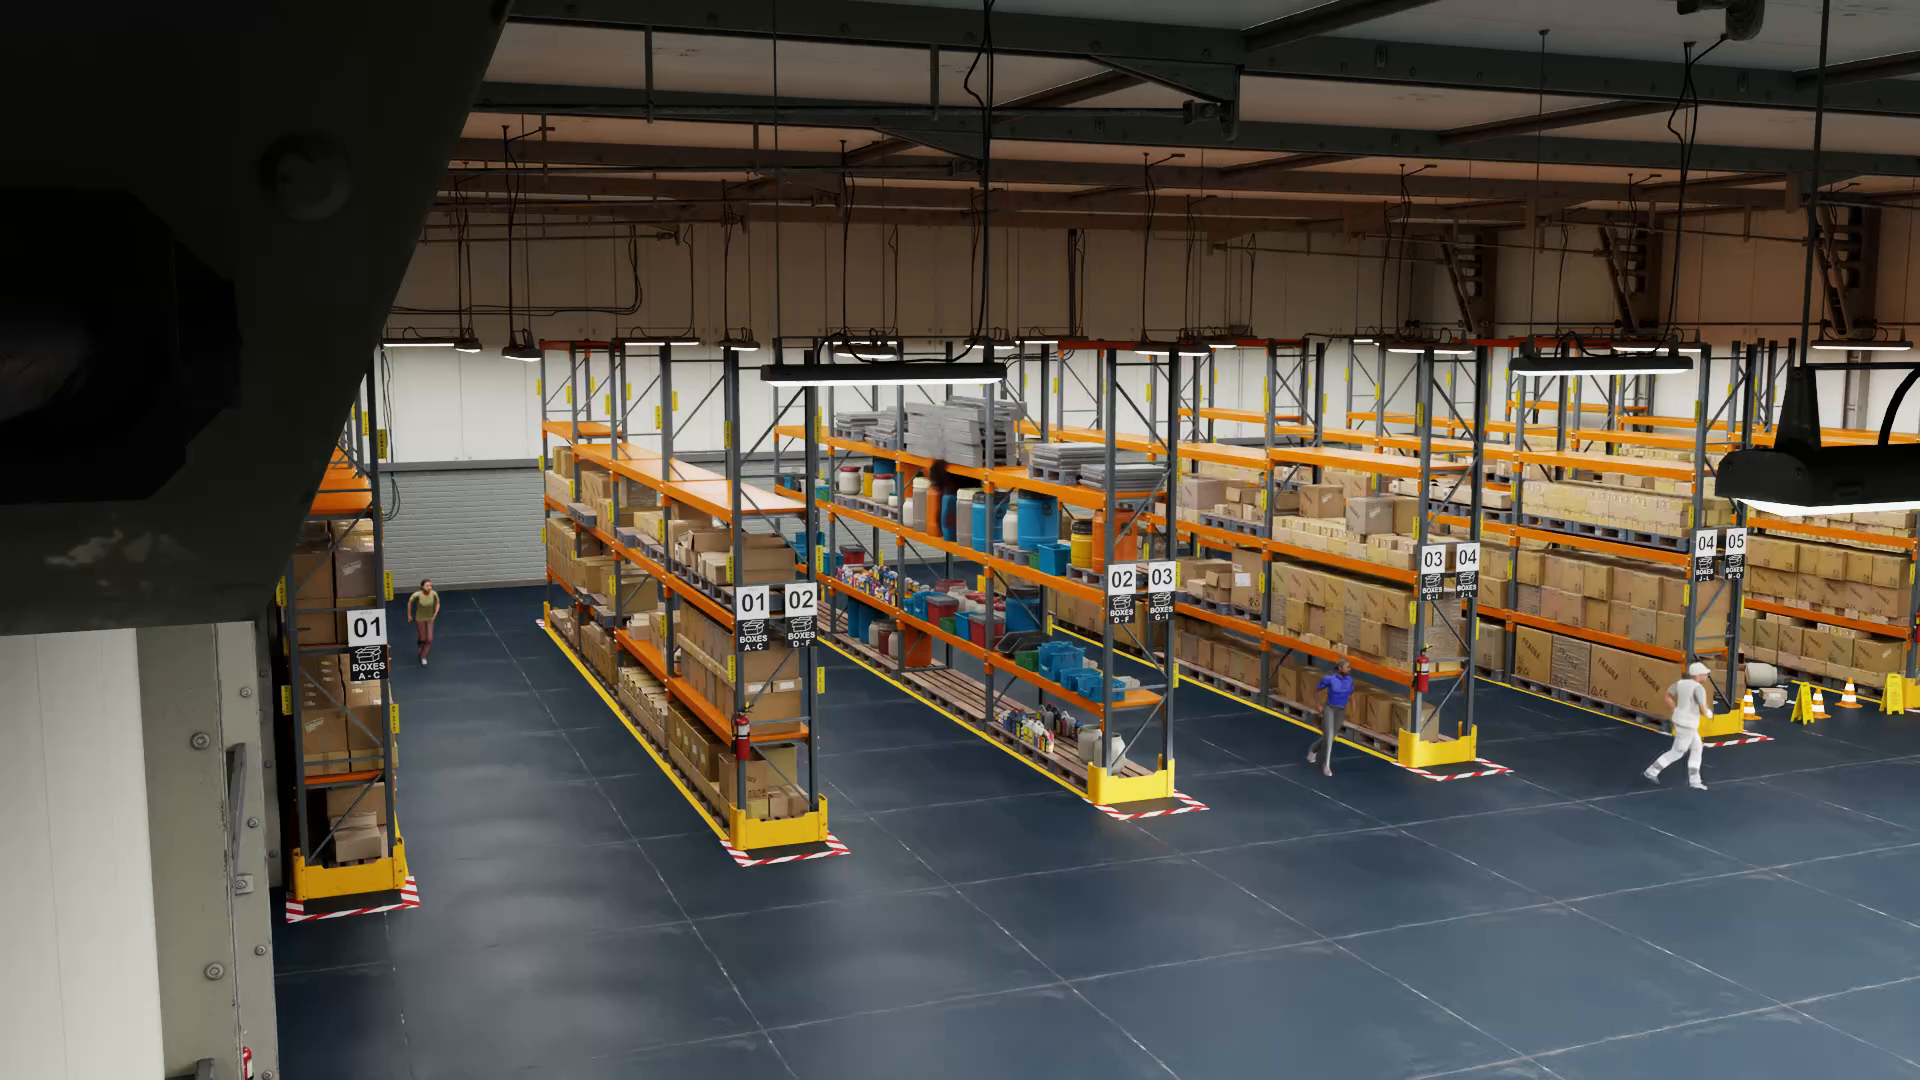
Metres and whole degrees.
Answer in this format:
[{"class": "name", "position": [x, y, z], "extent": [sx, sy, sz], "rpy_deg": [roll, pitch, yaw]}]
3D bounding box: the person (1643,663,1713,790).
[{"class": "person", "position": [9.758, 2.532, 22.523], "extent": [0.852, 1.764, 0.624], "rpy_deg": [0, 7, 2]}]

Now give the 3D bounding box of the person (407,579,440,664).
[{"class": "person", "position": [-10.039, 1.501, 31.143], "extent": [0.581, 1.604, 0.626], "rpy_deg": [-6, 9, -37]}]

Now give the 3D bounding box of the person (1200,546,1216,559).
[{"class": "person", "position": [6.258, 0.081, 41.507], "extent": [0.725, 1.733, 0.724], "rpy_deg": [2, 8, 13]}]

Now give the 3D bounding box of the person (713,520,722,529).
[{"class": "person", "position": [-5.699, 0.455, 38.435], "extent": [0.863, 1.822, 0.691], "rpy_deg": [-2, 8, -13]}]

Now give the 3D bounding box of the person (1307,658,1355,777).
[{"class": "person", "position": [5.327, 2.480, 23.708], "extent": [0.652, 1.607, 0.816], "rpy_deg": [-3, 8, -19]}]
